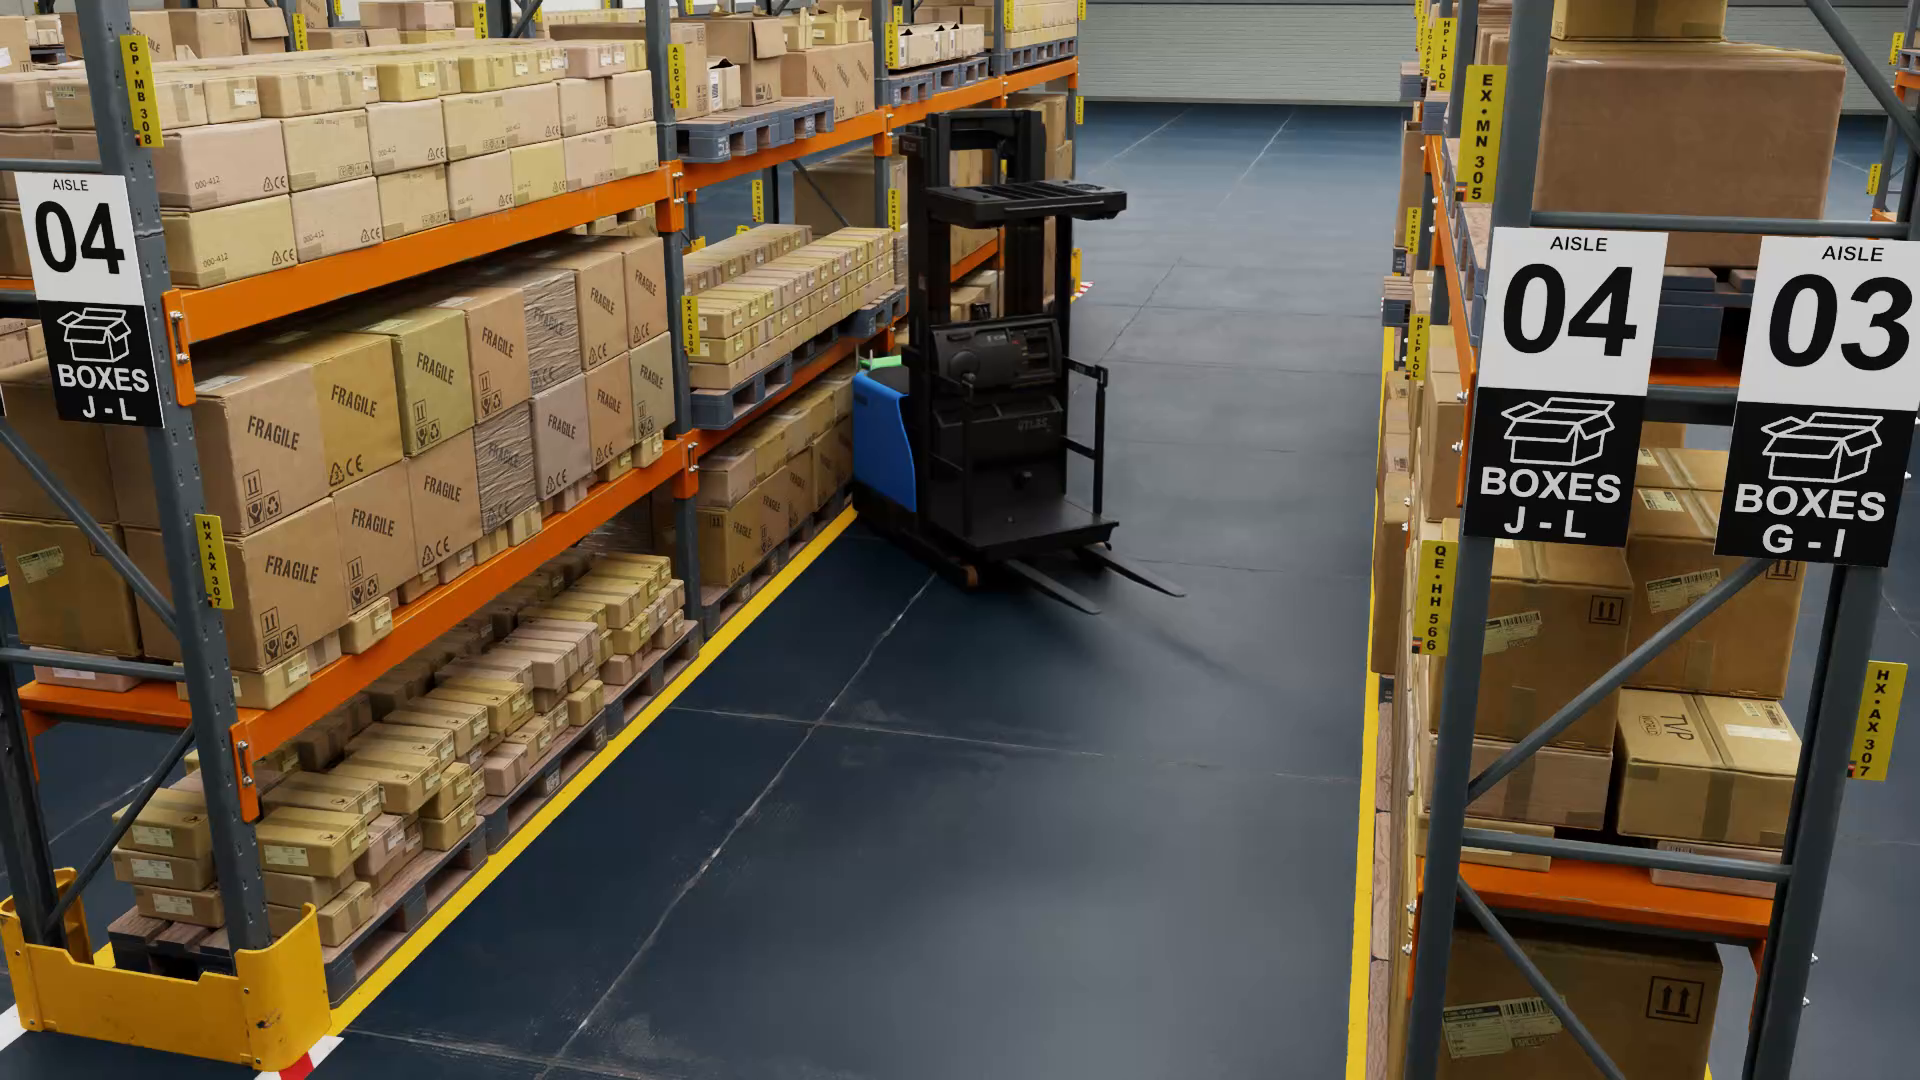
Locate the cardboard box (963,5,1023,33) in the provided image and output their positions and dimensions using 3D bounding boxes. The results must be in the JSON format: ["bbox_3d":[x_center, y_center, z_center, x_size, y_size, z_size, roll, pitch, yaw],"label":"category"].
[{"bbox_3d":[0.330,-5.188,16.562,0.500,0.250,0.500,5,19,14],"label":"cardboard box"}]

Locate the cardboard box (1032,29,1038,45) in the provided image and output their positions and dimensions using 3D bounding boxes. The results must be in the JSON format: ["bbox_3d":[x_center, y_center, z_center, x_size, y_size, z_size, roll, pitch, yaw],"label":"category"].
[{"bbox_3d":[0.604,-5.274,17.432,0.380,0.149,0.250,4,19,13],"label":"cardboard box"}]

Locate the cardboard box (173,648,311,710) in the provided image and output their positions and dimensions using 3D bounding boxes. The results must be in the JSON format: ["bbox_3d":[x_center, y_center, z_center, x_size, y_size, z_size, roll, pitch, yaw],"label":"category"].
[{"bbox_3d":[-2.596,0.483,6.021,0.380,0.149,0.250,4,19,13],"label":"cardboard box"}]

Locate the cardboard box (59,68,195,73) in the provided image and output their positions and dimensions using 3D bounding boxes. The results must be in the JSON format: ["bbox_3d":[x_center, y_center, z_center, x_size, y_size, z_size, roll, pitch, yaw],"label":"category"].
[{"bbox_3d":[-2.980,-1.611,5.965,0.380,0.149,0.250,4,19,12],"label":"cardboard box"}]

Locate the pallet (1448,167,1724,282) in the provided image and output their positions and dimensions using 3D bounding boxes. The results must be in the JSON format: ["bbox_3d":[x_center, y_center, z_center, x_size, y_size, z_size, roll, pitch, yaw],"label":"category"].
[{"bbox_3d":[2.259,-1.131,5.855,1.003,0.211,1.213,5,19,13],"label":"pallet"}]

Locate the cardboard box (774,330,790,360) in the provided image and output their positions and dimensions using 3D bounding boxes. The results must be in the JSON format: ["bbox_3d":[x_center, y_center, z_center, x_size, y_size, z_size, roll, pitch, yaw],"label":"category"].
[{"bbox_3d":[-1.284,-1.225,10.372,0.380,0.149,0.250,5,19,14],"label":"cardboard box"}]

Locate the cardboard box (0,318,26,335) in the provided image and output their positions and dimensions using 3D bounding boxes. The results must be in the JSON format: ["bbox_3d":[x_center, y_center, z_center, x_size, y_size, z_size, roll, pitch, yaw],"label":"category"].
[{"bbox_3d":[-6.460,-1.454,10.763,0.500,0.250,0.500,4,19,12],"label":"cardboard box"}]

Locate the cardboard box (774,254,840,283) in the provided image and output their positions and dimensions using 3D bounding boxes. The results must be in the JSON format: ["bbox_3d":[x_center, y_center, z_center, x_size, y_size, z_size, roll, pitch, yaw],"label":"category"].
[{"bbox_3d":[-1.032,-1.834,11.235,0.380,0.149,0.250,6,20,16],"label":"cardboard box"}]

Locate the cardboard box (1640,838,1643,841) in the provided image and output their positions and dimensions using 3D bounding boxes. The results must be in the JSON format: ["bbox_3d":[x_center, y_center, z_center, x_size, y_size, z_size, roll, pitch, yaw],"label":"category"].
[{"bbox_3d":[2.260,0.816,5.045,0.380,0.149,0.250,4,19,13],"label":"cardboard box"}]

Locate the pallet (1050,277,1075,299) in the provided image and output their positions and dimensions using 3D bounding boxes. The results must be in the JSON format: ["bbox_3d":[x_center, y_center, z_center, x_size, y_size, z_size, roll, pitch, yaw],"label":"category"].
[{"bbox_3d":[0.796,-2.999,20.140,1.003,0.211,1.213,5,19,13],"label":"pallet"}]

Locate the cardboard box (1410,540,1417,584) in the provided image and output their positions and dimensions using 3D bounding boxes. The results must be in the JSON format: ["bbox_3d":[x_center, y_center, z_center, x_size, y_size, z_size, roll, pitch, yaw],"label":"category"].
[{"bbox_3d":[2.121,0.123,7.077,0.380,0.149,0.250,4,19,13],"label":"cardboard box"}]

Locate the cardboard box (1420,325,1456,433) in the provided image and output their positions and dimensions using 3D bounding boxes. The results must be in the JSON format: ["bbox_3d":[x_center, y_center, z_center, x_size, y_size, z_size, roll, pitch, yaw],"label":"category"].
[{"bbox_3d":[2.404,-0.685,7.664,0.500,0.500,0.500,5,19,13],"label":"cardboard box"}]

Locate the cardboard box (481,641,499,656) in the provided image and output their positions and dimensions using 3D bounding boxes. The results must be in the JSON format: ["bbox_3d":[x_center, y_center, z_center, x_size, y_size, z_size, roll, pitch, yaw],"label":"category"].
[{"bbox_3d":[-2.573,0.619,8.537,0.380,0.149,0.250,6,20,16],"label":"cardboard box"}]

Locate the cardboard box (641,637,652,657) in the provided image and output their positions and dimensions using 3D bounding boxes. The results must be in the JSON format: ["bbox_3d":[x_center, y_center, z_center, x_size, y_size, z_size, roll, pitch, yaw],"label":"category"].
[{"bbox_3d":[-1.926,0.561,9.165,0.380,0.149,0.250,5,20,15],"label":"cardboard box"}]

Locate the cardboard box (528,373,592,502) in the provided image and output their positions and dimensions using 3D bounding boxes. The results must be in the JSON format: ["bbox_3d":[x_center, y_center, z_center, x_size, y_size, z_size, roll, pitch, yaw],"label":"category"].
[{"bbox_3d":[-2.111,-0.509,7.924,0.500,0.500,0.500,5,19,13],"label":"cardboard box"}]

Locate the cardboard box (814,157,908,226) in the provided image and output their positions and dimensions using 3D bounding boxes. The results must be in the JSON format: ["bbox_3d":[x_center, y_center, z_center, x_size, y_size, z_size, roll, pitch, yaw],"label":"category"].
[{"bbox_3d":[-0.797,-2.887,13.796,0.700,0.500,0.500,4,19,13],"label":"cardboard box"}]

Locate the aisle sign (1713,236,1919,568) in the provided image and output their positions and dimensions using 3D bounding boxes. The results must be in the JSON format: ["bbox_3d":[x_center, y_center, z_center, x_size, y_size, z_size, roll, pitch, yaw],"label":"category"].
[{"bbox_3d":[2.065,-0.321,3.964,0.394,0.787,0.004,5,19,13],"label":"aisle sign"}]

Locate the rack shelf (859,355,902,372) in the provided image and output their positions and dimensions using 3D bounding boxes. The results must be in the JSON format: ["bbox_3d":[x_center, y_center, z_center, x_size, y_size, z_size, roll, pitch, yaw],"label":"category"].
[{"bbox_3d":[-0.486,-1.261,12.234,0.480,0.148,0.258,-11,21,-29],"label":"rack shelf"}]

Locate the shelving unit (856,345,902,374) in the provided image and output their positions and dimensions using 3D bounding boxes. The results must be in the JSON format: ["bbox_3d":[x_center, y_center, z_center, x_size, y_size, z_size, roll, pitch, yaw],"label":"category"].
[{"bbox_3d":[-0.486,-0.866,12.366,0.503,1.200,0.258,-11,21,-29],"label":"shelving unit"}]

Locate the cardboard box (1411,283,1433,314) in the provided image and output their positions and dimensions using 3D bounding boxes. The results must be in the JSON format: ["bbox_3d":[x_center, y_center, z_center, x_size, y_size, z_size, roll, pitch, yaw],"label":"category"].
[{"bbox_3d":[3.240,-1.399,10.987,0.500,0.500,0.500,4,19,12],"label":"cardboard box"}]

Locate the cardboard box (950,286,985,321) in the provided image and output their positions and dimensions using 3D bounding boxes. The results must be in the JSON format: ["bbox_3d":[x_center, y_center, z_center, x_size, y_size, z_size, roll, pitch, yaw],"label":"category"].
[{"bbox_3d":[-0.365,-1.952,15.592,1.050,0.750,0.750,5,19,13],"label":"cardboard box"}]

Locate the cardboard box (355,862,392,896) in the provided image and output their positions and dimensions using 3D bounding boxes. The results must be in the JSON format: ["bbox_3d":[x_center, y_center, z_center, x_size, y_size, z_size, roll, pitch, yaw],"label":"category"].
[{"bbox_3d":[-2.570,1.363,6.818,0.380,0.149,0.250,5,19,13],"label":"cardboard box"}]

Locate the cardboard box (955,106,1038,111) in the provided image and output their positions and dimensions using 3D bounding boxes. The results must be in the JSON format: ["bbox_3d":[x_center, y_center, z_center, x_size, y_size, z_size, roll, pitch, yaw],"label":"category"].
[{"bbox_3d":[0.349,-4.356,17.898,0.875,0.550,0.550,5,19,13],"label":"cardboard box"}]

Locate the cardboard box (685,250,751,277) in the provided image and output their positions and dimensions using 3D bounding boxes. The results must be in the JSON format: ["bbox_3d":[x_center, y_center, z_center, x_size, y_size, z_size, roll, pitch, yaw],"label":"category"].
[{"bbox_3d":[-1.659,-1.887,11.391,0.380,0.149,0.250,5,20,15],"label":"cardboard box"}]

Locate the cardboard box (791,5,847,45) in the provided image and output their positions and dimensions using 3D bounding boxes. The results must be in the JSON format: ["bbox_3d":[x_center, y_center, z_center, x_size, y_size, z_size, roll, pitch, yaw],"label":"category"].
[{"bbox_3d":[-0.996,-3.587,11.570,0.396,0.266,0.258,5,19,13],"label":"cardboard box"}]

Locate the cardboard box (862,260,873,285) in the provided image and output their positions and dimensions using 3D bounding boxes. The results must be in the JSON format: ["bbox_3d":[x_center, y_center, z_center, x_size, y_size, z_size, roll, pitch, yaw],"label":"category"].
[{"bbox_3d":[-0.843,-1.931,11.979,0.380,0.149,0.250,5,20,15],"label":"cardboard box"}]

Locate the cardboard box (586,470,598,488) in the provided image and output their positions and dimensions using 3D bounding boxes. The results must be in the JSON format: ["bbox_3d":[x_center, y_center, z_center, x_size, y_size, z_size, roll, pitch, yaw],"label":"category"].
[{"bbox_3d":[-2.069,-0.343,8.440,0.380,0.149,0.250,4,19,12],"label":"cardboard box"}]

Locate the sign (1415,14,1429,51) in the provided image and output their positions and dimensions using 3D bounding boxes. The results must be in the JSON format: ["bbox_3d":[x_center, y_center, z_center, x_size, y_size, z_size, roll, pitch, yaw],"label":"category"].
[{"bbox_3d":[4.195,-4.602,15.081,0.100,0.325,0.005,5,19,13],"label":"sign"}]

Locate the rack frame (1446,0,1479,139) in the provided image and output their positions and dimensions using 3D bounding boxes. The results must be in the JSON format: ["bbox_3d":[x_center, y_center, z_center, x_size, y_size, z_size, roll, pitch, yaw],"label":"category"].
[{"bbox_3d":[2.769,-3.229,7.220,1.000,3.000,0.127,5,19,13],"label":"rack frame"}]

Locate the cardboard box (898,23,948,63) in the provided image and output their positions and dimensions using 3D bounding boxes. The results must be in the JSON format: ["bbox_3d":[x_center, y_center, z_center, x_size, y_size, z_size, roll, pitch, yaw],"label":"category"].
[{"bbox_3d":[-0.401,-4.218,14.090,0.500,0.311,0.500,4,19,12],"label":"cardboard box"}]

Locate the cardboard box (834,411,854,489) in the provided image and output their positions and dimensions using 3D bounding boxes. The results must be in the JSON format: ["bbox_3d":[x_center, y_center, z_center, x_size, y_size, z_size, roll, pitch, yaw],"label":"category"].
[{"bbox_3d":[-1.077,-0.694,12.296,0.500,0.500,0.500,5,20,16],"label":"cardboard box"}]

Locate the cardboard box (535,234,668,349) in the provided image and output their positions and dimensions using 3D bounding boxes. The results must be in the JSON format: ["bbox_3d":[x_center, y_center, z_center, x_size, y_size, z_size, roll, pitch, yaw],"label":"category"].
[{"bbox_3d":[-1.869,-1.306,8.710,0.500,0.500,0.500,4,19,11],"label":"cardboard box"}]

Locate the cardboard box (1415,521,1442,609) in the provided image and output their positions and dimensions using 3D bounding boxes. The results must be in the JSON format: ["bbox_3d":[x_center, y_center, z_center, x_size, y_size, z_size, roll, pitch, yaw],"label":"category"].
[{"bbox_3d":[2.025,0.139,6.413,0.500,0.250,0.500,5,19,13],"label":"cardboard box"}]

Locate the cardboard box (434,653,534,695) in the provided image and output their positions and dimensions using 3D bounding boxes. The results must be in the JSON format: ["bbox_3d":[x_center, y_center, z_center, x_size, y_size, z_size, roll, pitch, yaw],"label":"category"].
[{"bbox_3d":[-2.265,0.671,7.923,0.380,0.149,0.250,5,19,14],"label":"cardboard box"}]

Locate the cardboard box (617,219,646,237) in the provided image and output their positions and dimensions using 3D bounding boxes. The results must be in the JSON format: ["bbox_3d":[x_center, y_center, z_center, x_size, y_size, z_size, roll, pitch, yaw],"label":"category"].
[{"bbox_3d":[-4.106,-3.593,20.012,0.500,0.500,0.500,4,19,12],"label":"cardboard box"}]

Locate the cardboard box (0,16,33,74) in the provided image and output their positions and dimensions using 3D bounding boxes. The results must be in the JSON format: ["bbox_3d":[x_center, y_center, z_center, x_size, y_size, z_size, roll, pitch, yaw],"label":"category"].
[{"bbox_3d":[-6.344,-3.092,10.654,0.500,0.500,0.500,4,19,12],"label":"cardboard box"}]

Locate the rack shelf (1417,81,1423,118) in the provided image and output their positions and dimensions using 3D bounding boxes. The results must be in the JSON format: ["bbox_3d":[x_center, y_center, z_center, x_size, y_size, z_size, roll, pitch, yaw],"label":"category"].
[{"bbox_3d":[5.212,-4.604,16.998,1.077,0.370,4.000,5,19,13],"label":"rack shelf"}]

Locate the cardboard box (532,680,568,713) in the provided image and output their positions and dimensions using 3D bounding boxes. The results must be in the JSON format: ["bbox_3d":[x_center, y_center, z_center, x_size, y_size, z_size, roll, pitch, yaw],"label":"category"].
[{"bbox_3d":[-2.172,0.725,8.224,0.380,0.149,0.250,4,19,11],"label":"cardboard box"}]

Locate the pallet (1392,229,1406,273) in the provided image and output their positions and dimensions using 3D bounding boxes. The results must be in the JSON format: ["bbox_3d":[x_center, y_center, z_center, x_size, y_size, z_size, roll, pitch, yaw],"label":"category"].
[{"bbox_3d":[4.396,-2.579,14.894,1.003,0.211,1.213,5,19,13],"label":"pallet"}]

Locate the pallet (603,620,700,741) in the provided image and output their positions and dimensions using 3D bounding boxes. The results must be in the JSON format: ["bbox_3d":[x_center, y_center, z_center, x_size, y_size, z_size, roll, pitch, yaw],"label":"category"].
[{"bbox_3d":[-2.146,0.719,9.256,1.003,0.211,1.213,5,19,13],"label":"pallet"}]

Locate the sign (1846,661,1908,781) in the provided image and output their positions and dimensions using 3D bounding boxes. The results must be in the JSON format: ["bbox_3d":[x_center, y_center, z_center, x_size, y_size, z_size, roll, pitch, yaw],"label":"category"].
[{"bbox_3d":[2.328,0.462,4.233,0.100,0.325,0.005,5,19,13],"label":"sign"}]

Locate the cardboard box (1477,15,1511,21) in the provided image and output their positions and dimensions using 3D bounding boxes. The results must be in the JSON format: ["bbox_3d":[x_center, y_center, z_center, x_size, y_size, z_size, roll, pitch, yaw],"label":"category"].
[{"bbox_3d":[3.667,-3.114,10.715,0.797,0.503,0.637,6,20,17],"label":"cardboard box"}]

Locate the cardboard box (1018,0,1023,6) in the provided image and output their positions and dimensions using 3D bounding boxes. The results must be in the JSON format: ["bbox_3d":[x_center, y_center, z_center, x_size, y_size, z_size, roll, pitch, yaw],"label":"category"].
[{"bbox_3d":[0.418,-5.413,16.603,0.380,0.149,0.250,4,19,13],"label":"cardboard box"}]

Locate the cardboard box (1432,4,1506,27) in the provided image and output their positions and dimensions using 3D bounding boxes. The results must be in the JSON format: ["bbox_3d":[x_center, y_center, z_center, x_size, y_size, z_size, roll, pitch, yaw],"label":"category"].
[{"bbox_3d":[3.735,-3.678,12.247,0.500,0.500,0.500,5,19,13],"label":"cardboard box"}]

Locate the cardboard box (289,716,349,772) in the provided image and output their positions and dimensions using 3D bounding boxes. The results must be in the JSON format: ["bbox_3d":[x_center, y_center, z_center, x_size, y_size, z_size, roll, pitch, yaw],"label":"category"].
[{"bbox_3d":[-2.928,0.881,7.307,0.380,0.149,0.250,4,19,11],"label":"cardboard box"}]

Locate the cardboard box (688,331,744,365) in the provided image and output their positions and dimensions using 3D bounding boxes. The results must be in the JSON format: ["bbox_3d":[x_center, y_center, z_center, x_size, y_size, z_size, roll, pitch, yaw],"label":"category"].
[{"bbox_3d":[-1.474,-1.122,9.609,0.380,0.149,0.250,5,19,14],"label":"cardboard box"}]

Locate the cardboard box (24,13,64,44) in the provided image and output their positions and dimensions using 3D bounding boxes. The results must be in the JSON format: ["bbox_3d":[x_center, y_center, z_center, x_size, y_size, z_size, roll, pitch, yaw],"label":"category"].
[{"bbox_3d":[-9.641,-5.449,17.692,0.500,0.311,0.500,4,19,12],"label":"cardboard box"}]

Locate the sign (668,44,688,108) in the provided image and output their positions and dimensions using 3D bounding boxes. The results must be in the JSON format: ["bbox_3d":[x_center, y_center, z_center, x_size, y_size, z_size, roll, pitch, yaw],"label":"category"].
[{"bbox_3d":[-1.488,-2.437,8.743,0.100,0.325,0.005,5,19,13],"label":"sign"}]

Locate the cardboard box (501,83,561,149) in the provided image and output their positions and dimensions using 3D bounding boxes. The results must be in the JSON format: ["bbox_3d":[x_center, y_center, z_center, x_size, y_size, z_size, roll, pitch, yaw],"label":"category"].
[{"bbox_3d":[-2.144,-1.908,7.451,0.500,0.250,0.500,5,20,16],"label":"cardboard box"}]

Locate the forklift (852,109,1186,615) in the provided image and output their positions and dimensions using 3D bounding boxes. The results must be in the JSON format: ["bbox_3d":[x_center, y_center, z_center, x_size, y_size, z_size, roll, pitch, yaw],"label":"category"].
[{"bbox_3d":[0.355,-1.226,10.742,1.130,2.935,3.031,-10,21,-27],"label":"forklift"}]

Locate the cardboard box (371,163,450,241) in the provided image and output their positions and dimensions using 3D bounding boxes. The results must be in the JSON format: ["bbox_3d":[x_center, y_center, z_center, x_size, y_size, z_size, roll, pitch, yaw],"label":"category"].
[{"bbox_3d":[-2.390,-1.356,6.609,0.500,0.250,0.500,4,19,12],"label":"cardboard box"}]

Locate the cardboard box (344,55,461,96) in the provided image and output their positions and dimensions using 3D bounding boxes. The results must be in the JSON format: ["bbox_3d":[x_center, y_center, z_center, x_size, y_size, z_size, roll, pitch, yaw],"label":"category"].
[{"bbox_3d":[-2.285,-1.902,6.816,0.380,0.149,0.250,5,20,15],"label":"cardboard box"}]

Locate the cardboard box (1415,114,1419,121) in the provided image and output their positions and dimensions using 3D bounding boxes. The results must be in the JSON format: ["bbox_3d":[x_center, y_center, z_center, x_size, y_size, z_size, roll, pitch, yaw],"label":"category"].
[{"bbox_3d":[4.688,-3.879,16.241,0.500,0.500,0.500,5,19,13],"label":"cardboard box"}]

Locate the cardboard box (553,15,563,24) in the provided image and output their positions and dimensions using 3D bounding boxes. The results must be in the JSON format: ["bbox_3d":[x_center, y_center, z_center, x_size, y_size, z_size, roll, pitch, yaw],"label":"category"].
[{"bbox_3d":[-4.457,-5.515,17.708,0.380,0.149,0.250,5,20,15],"label":"cardboard box"}]

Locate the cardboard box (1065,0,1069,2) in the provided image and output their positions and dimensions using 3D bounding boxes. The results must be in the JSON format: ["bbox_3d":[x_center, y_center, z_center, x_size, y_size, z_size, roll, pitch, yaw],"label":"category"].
[{"bbox_3d":[1.038,-6.208,18.932,0.380,0.149,0.250,5,19,14],"label":"cardboard box"}]

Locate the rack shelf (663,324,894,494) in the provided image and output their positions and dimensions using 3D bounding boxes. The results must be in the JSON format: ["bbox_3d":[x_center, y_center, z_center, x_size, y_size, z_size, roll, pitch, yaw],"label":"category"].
[{"bbox_3d":[-1.527,-1.100,11.381,1.077,0.370,4.000,5,19,13],"label":"rack shelf"}]

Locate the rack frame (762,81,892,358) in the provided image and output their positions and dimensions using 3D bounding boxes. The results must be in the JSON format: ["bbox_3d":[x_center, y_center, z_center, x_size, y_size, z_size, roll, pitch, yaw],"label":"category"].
[{"bbox_3d":[-1.039,-2.068,13.100,1.000,3.000,0.127,5,19,13],"label":"rack frame"}]
